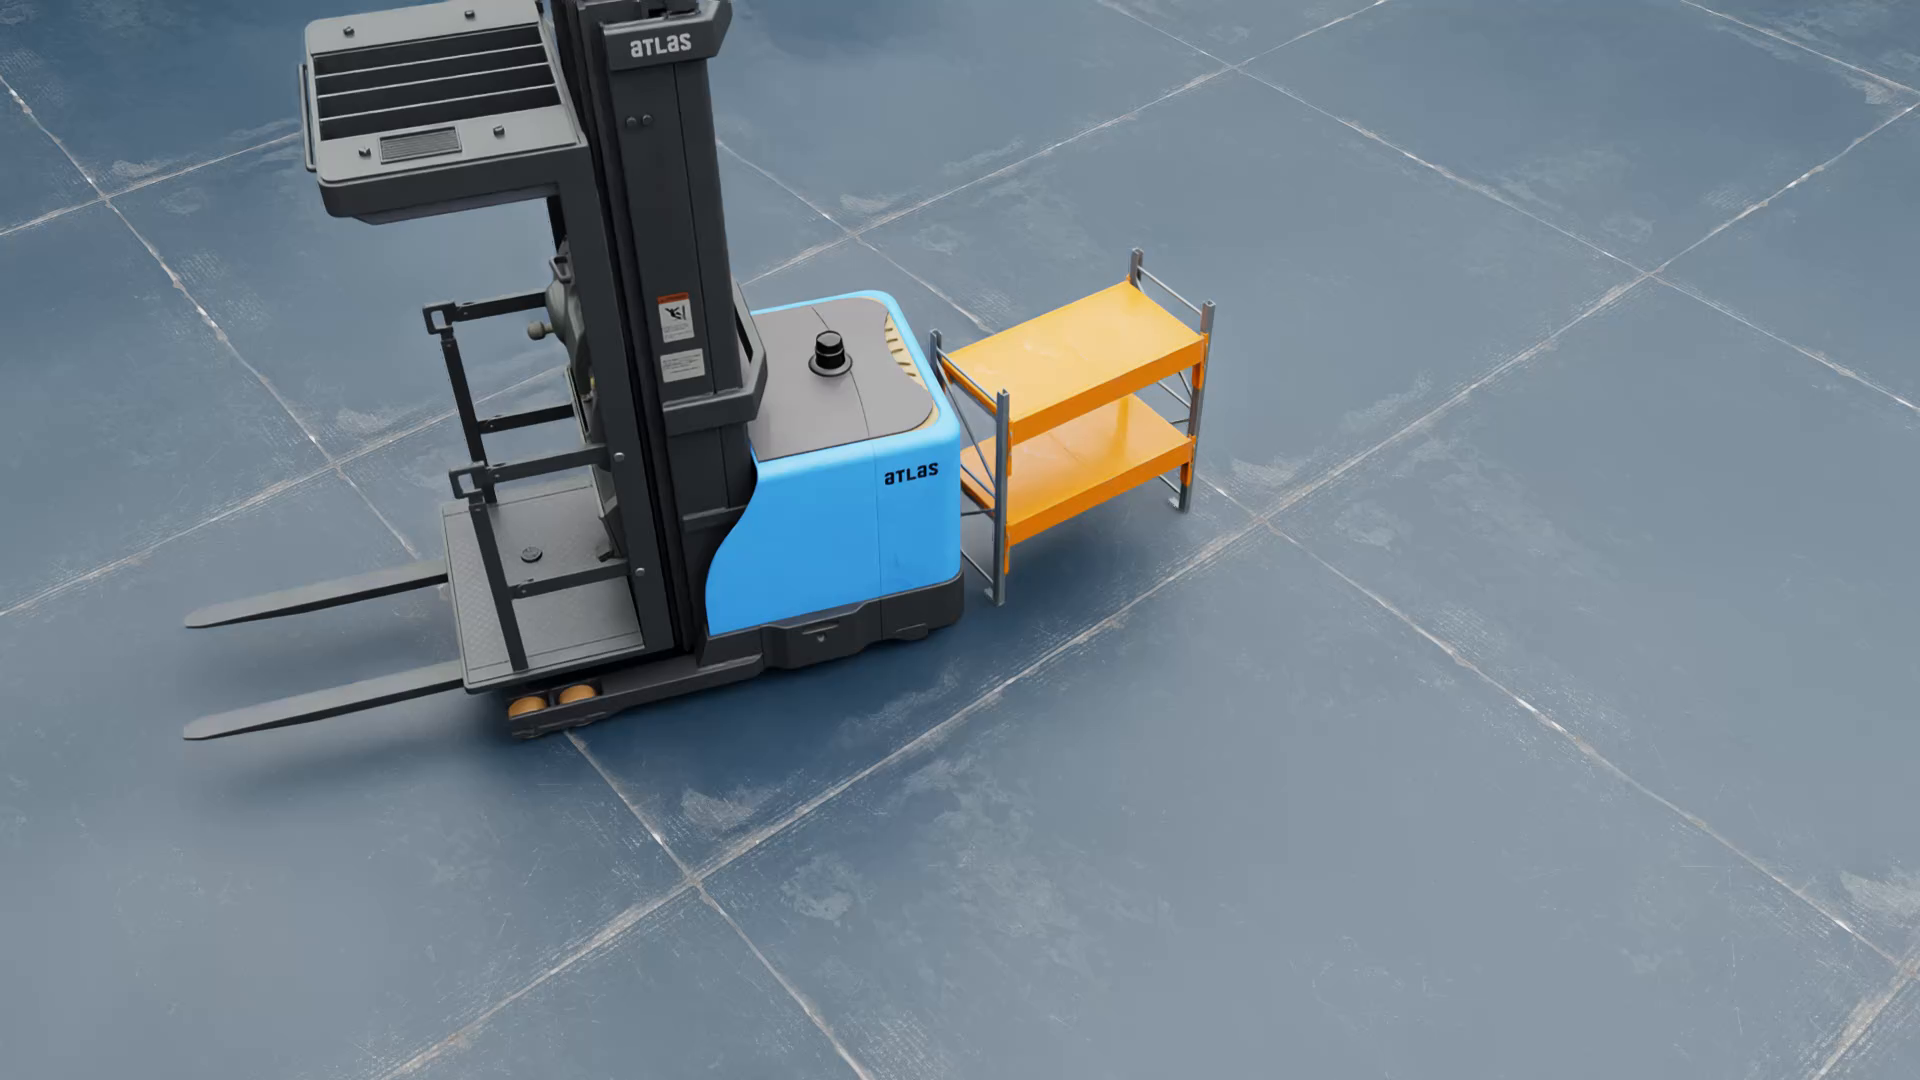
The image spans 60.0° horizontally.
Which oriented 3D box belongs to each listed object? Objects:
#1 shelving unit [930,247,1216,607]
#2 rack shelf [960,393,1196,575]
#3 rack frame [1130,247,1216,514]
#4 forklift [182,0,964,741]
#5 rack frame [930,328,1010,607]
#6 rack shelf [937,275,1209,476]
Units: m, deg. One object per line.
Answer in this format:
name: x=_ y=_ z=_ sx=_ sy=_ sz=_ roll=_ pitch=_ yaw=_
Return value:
shelving unit: x=0.453 y=-0.474 z=6.986 sx=1.048 sy=1.125 sz=0.538 roll=-25 pitch=49 yaw=-24
rack shelf: x=0.453 y=-0.295 z=7.154 sx=1.000 sy=0.278 sz=0.538 roll=-25 pitch=49 yaw=-24
rack frame: x=0.872 y=-0.671 z=7.196 sx=0.032 sy=1.125 sz=0.500 roll=-25 pitch=49 yaw=-24
forklift: x=-1.559 y=-0.705 z=5.914 sx=3.031 sy=2.935 sz=1.130 roll=-13 pitch=45 yaw=-13
rack frame: x=0.034 y=-0.277 z=6.777 sx=0.032 sy=1.125 sz=0.500 roll=-25 pitch=49 yaw=-24
rack shelf: x=0.453 y=-0.687 z=6.786 sx=1.000 sy=0.278 sz=0.538 roll=-25 pitch=49 yaw=-24
